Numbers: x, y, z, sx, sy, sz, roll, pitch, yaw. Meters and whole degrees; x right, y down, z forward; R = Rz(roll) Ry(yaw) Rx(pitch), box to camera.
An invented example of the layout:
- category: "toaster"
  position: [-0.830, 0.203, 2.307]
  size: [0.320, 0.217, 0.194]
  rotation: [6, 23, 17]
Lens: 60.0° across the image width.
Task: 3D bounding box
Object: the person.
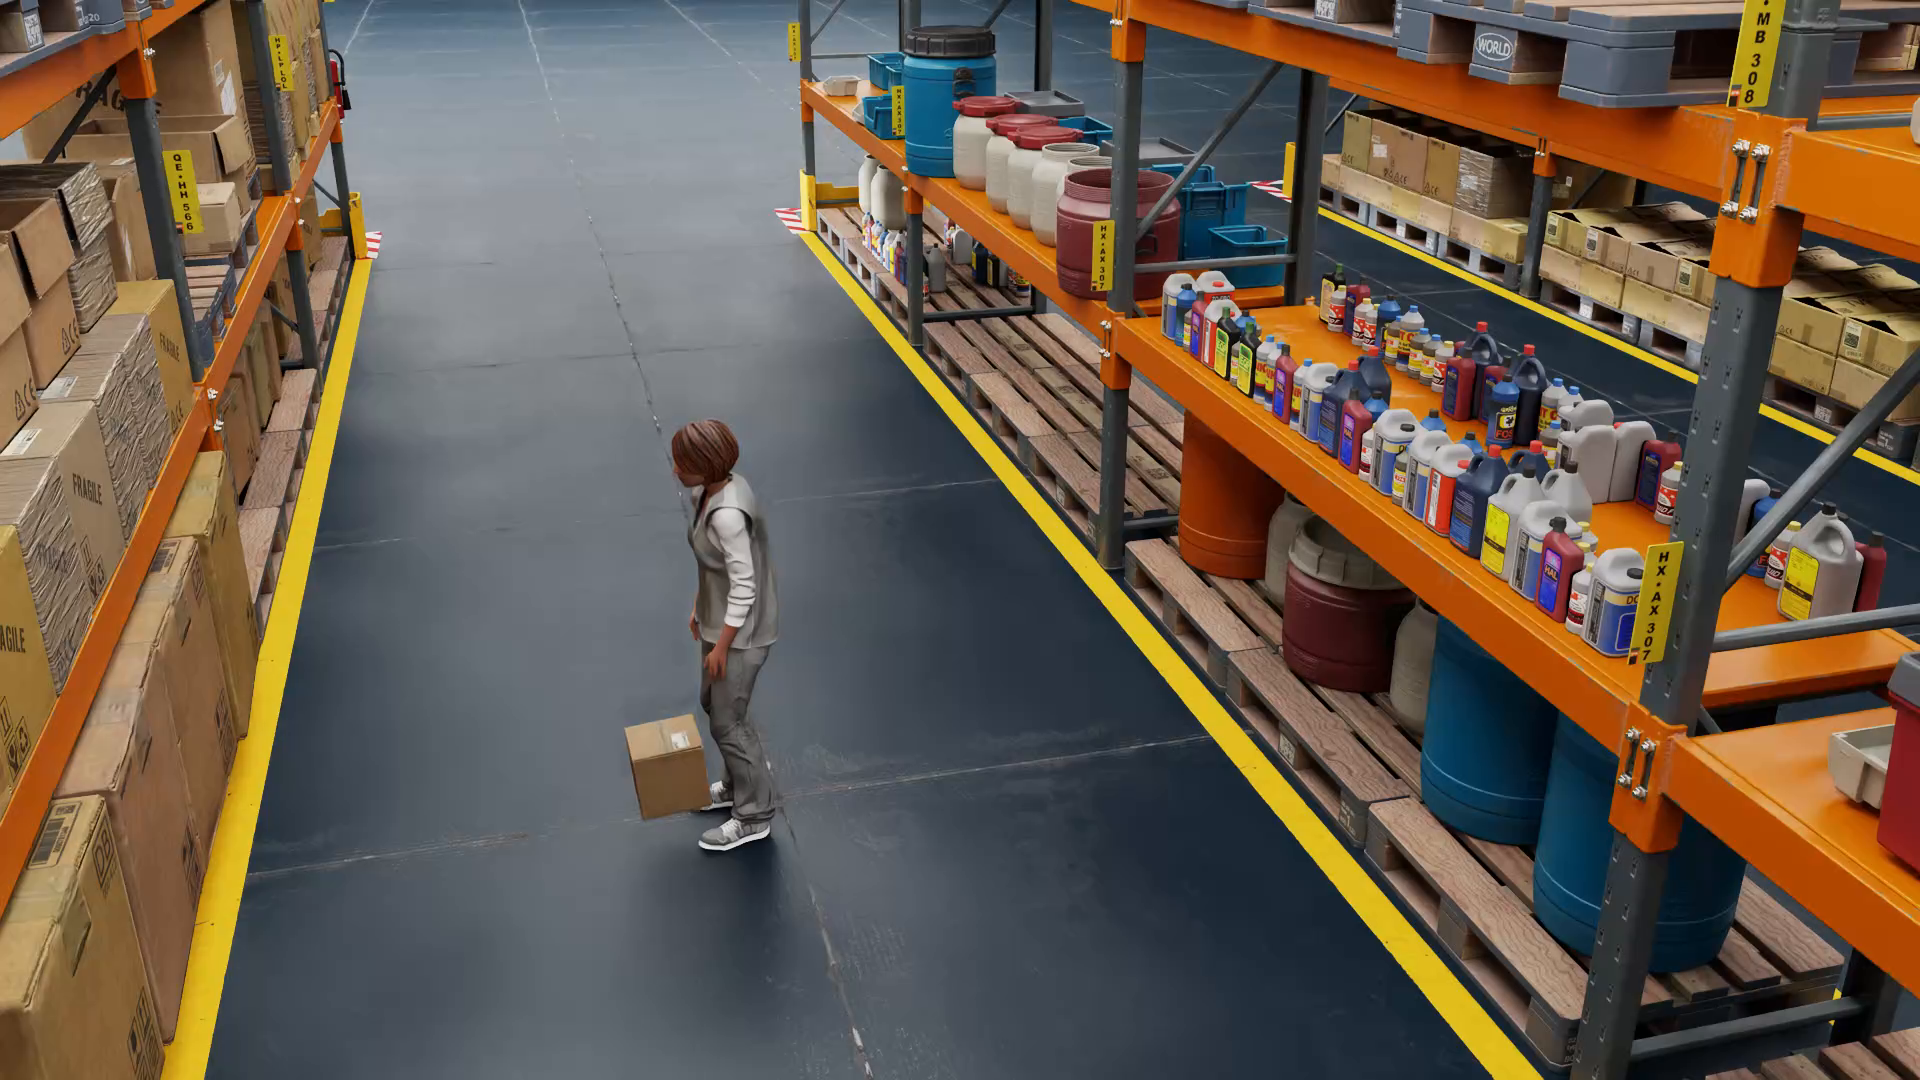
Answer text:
- category: "person"
  position: [-0.816, 0.325, 5.852]
  size: [0.343, 1.595, 0.456]
  rotation: [-7, 24, -16]
